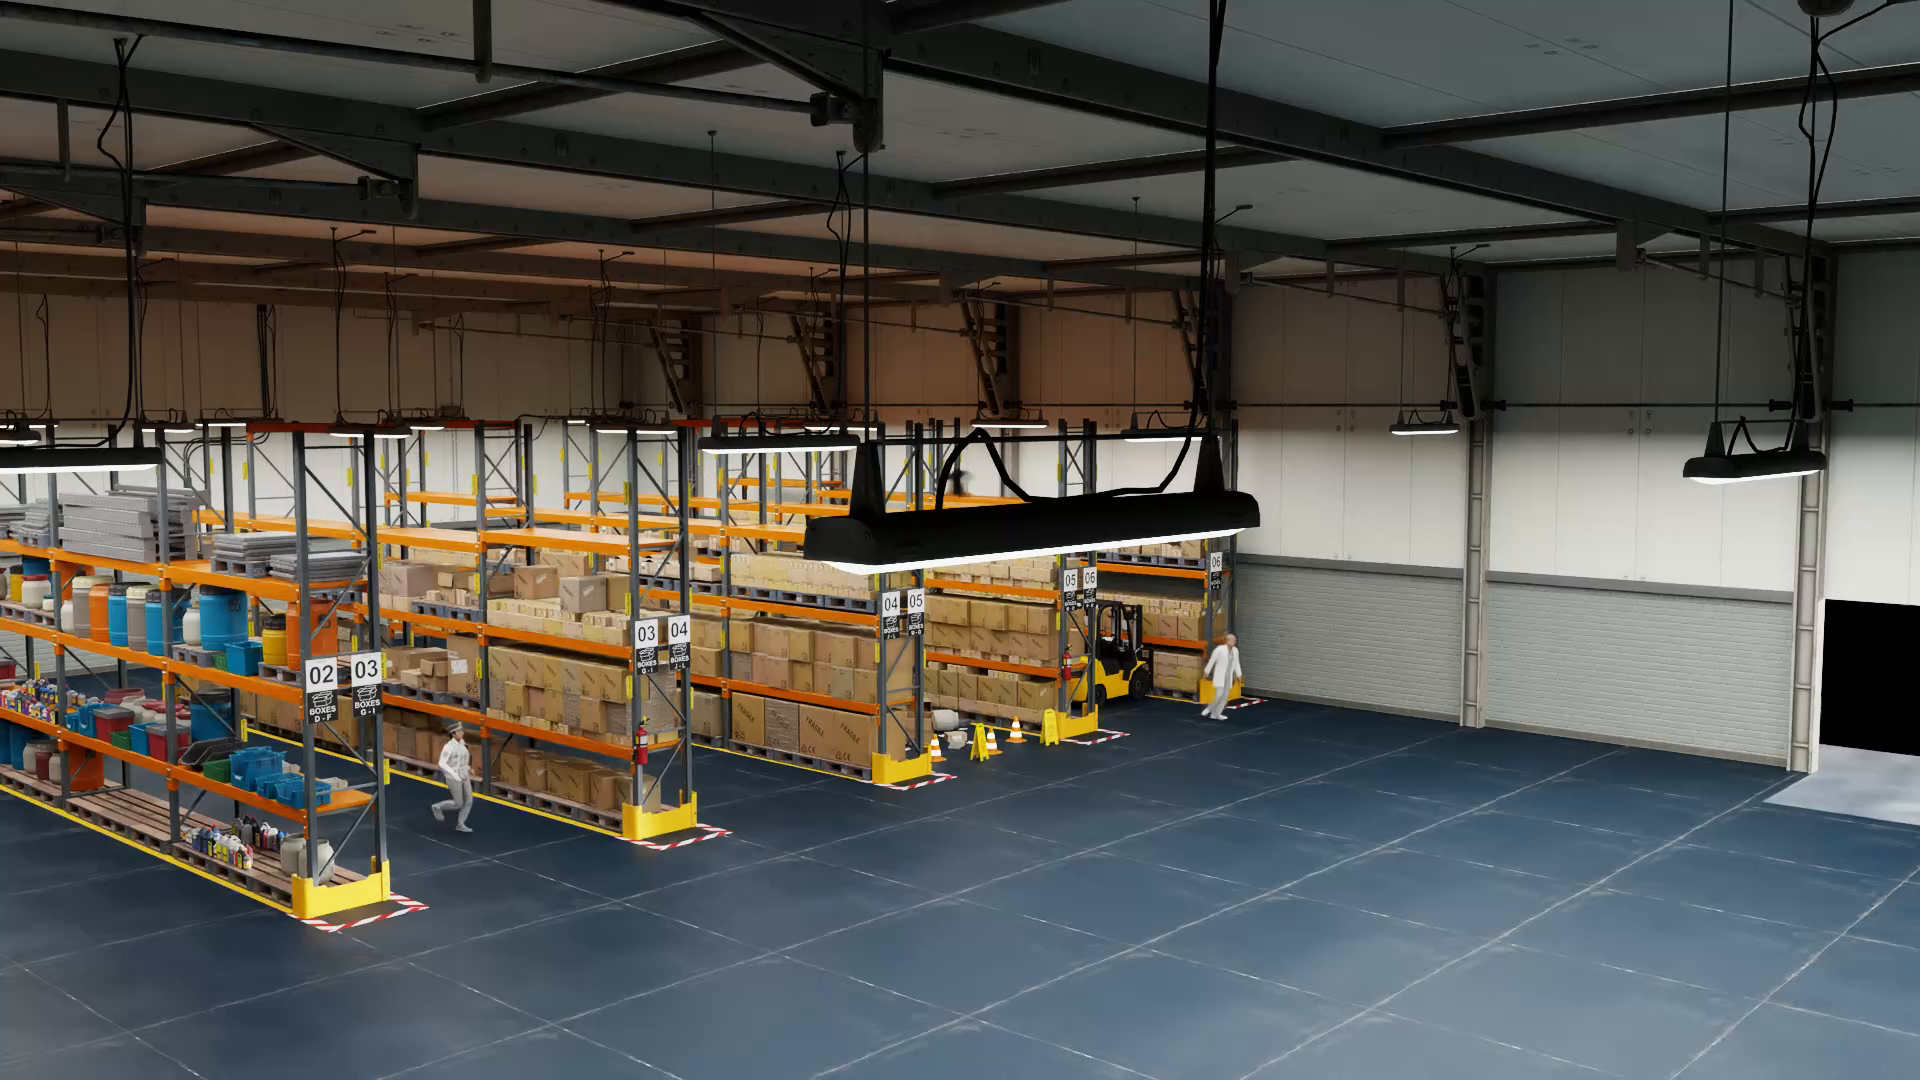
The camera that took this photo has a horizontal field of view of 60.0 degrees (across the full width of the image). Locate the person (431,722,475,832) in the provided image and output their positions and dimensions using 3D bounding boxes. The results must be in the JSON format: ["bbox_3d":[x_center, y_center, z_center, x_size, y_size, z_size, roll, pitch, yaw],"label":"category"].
[{"bbox_3d":[-7.497,3.504,24.654,0.609,1.651,0.629,2,5,20],"label":"person"}]

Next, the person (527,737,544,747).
[{"bbox_3d":[-7.771,2.933,30.808,0.746,1.792,0.697,3,5,29],"label":"person"}]

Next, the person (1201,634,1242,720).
[{"bbox_3d":[5.254,2.745,33.328,0.739,1.745,0.540,-3,5,-30],"label":"person"}]
